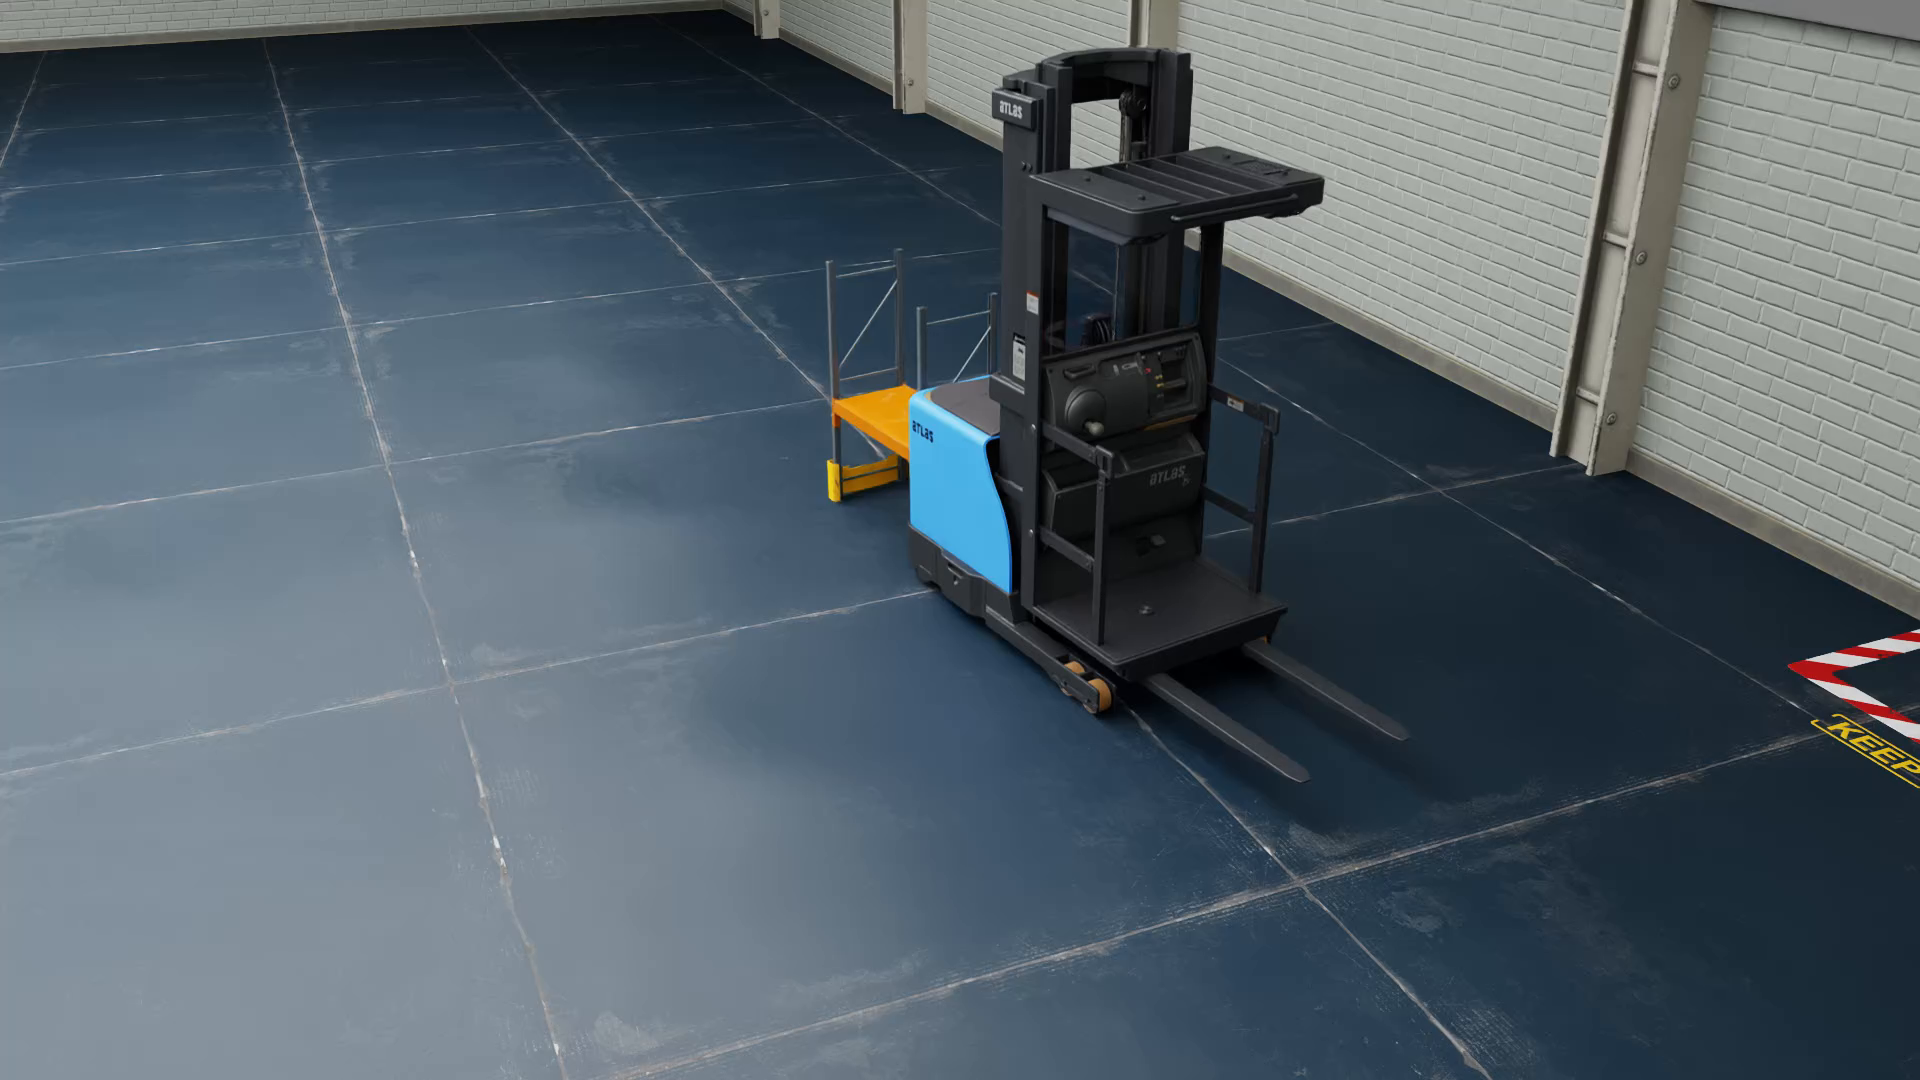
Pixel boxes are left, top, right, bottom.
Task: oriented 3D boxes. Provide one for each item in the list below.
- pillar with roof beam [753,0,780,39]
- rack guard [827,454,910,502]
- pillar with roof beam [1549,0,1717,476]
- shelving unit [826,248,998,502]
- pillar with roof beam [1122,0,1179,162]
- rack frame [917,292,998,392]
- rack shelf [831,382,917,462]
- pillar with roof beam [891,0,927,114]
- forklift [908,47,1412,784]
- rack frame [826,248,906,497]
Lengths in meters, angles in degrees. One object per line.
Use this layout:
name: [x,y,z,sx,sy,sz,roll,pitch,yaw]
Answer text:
pillar with roof beam: [-6.930,-11.082,22.191,9.100,9.000,0.400,-11,28,-21]
rack guard: [-0.549,-0.427,10.340,0.587,0.250,0.087,-16,30,-29]
pillar with roof beam: [0.119,-3.815,7.308,9.100,9.000,0.400,-11,28,-21]
shelving unit: [-0.281,-0.805,9.689,0.587,1.500,1.083,-16,30,-29]
pillar with roof beam: [-2.231,-6.238,12.269,9.100,9.000,0.400,-11,28,-21]
rack frame: [-0.012,-0.620,9.310,0.500,1.500,0.032,-16,30,-29]
rack shelf: [-0.286,-0.646,9.775,0.538,0.185,1.000,-16,30,-29]
pillar with roof beam: [-4.581,-8.660,17.230,9.100,9.000,0.400,-11,28,-21]
forklift: [0.926,-0.715,7.874,1.130,2.935,3.031,-16,30,-29]
rack frame: [-0.559,-0.996,10.081,0.500,1.500,0.032,-16,30,-29]
